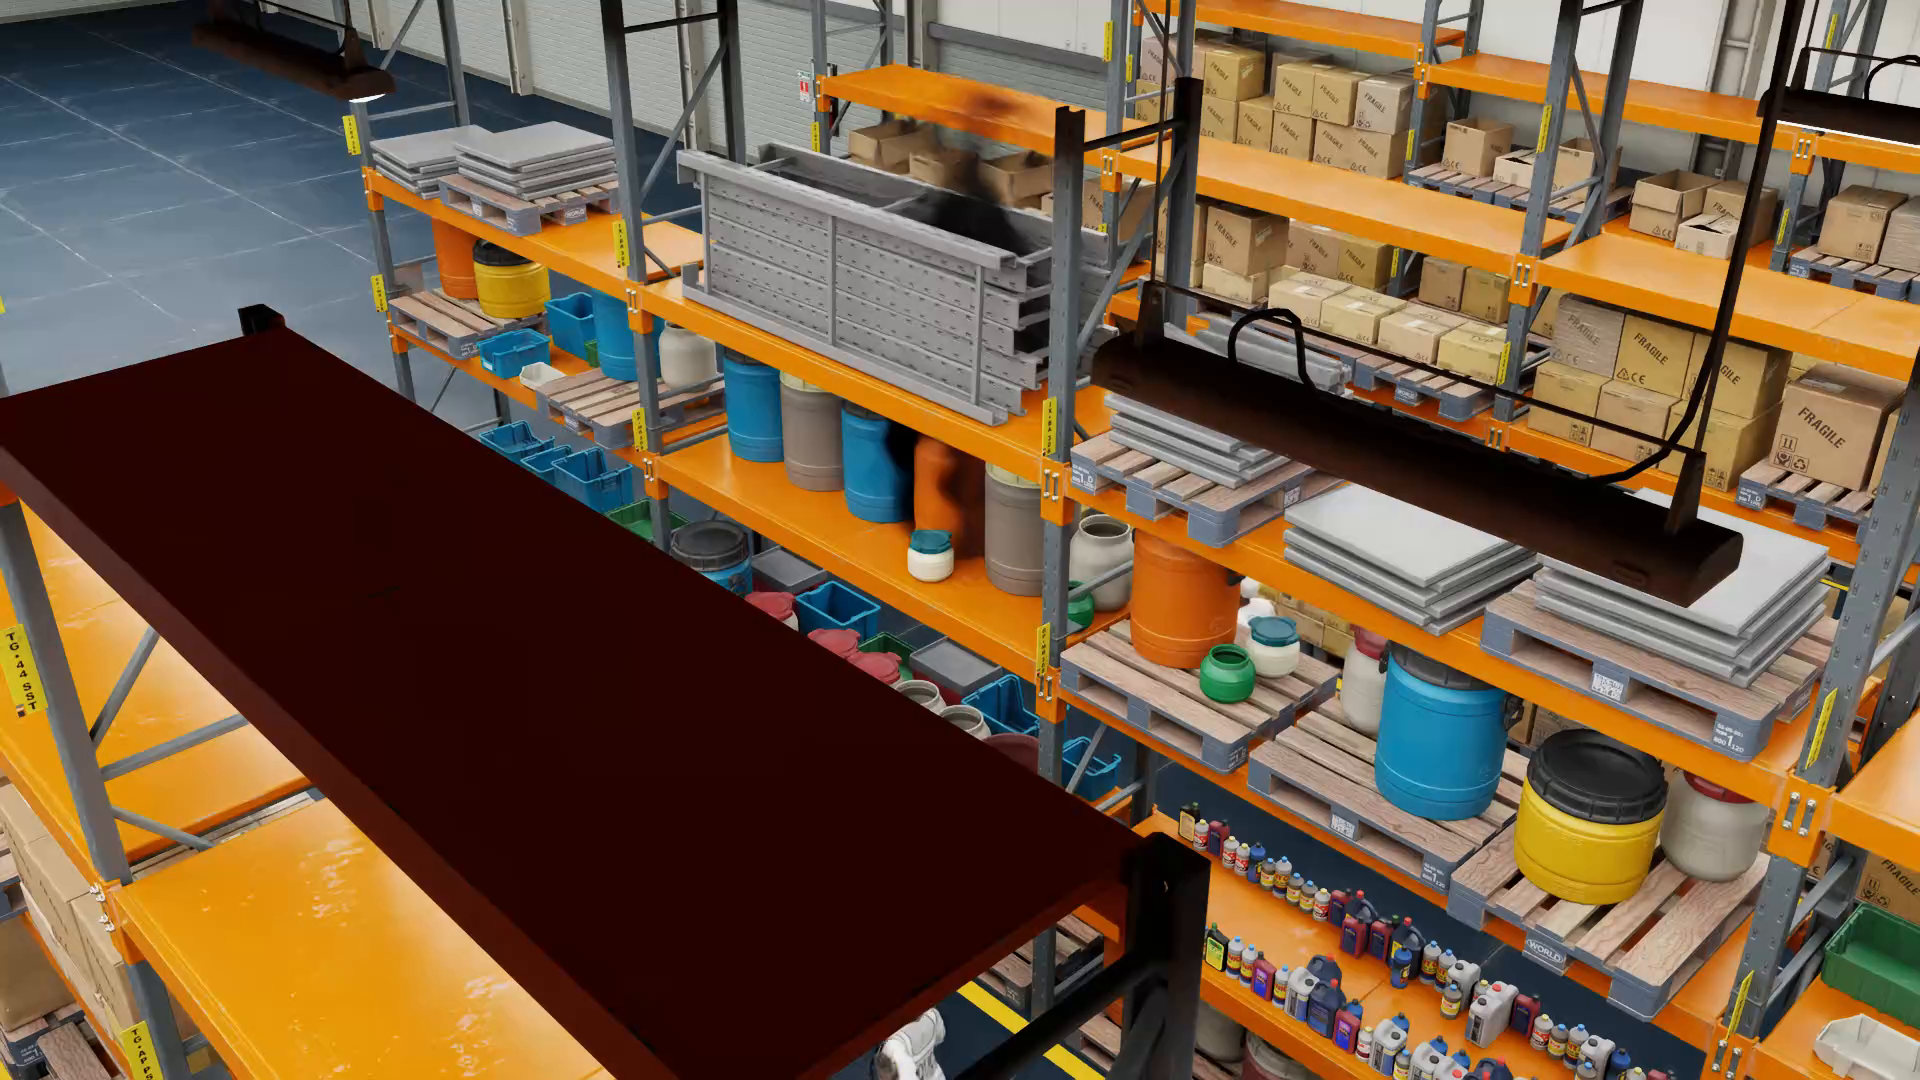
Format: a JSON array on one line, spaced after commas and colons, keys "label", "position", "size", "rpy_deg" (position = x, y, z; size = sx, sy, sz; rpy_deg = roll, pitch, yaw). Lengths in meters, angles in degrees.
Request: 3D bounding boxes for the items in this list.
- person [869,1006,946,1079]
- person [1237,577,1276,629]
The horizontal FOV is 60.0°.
[{"label": "person", "position": [-0.216, 3.068, 8.912], "size": [0.855, 1.750, 0.638], "rpy_deg": [18, 33, 31]}, {"label": "person", "position": [2.095, 1.019, 12.518], "size": [0.590, 1.756, 0.723], "rpy_deg": [22, 35, 35]}]
